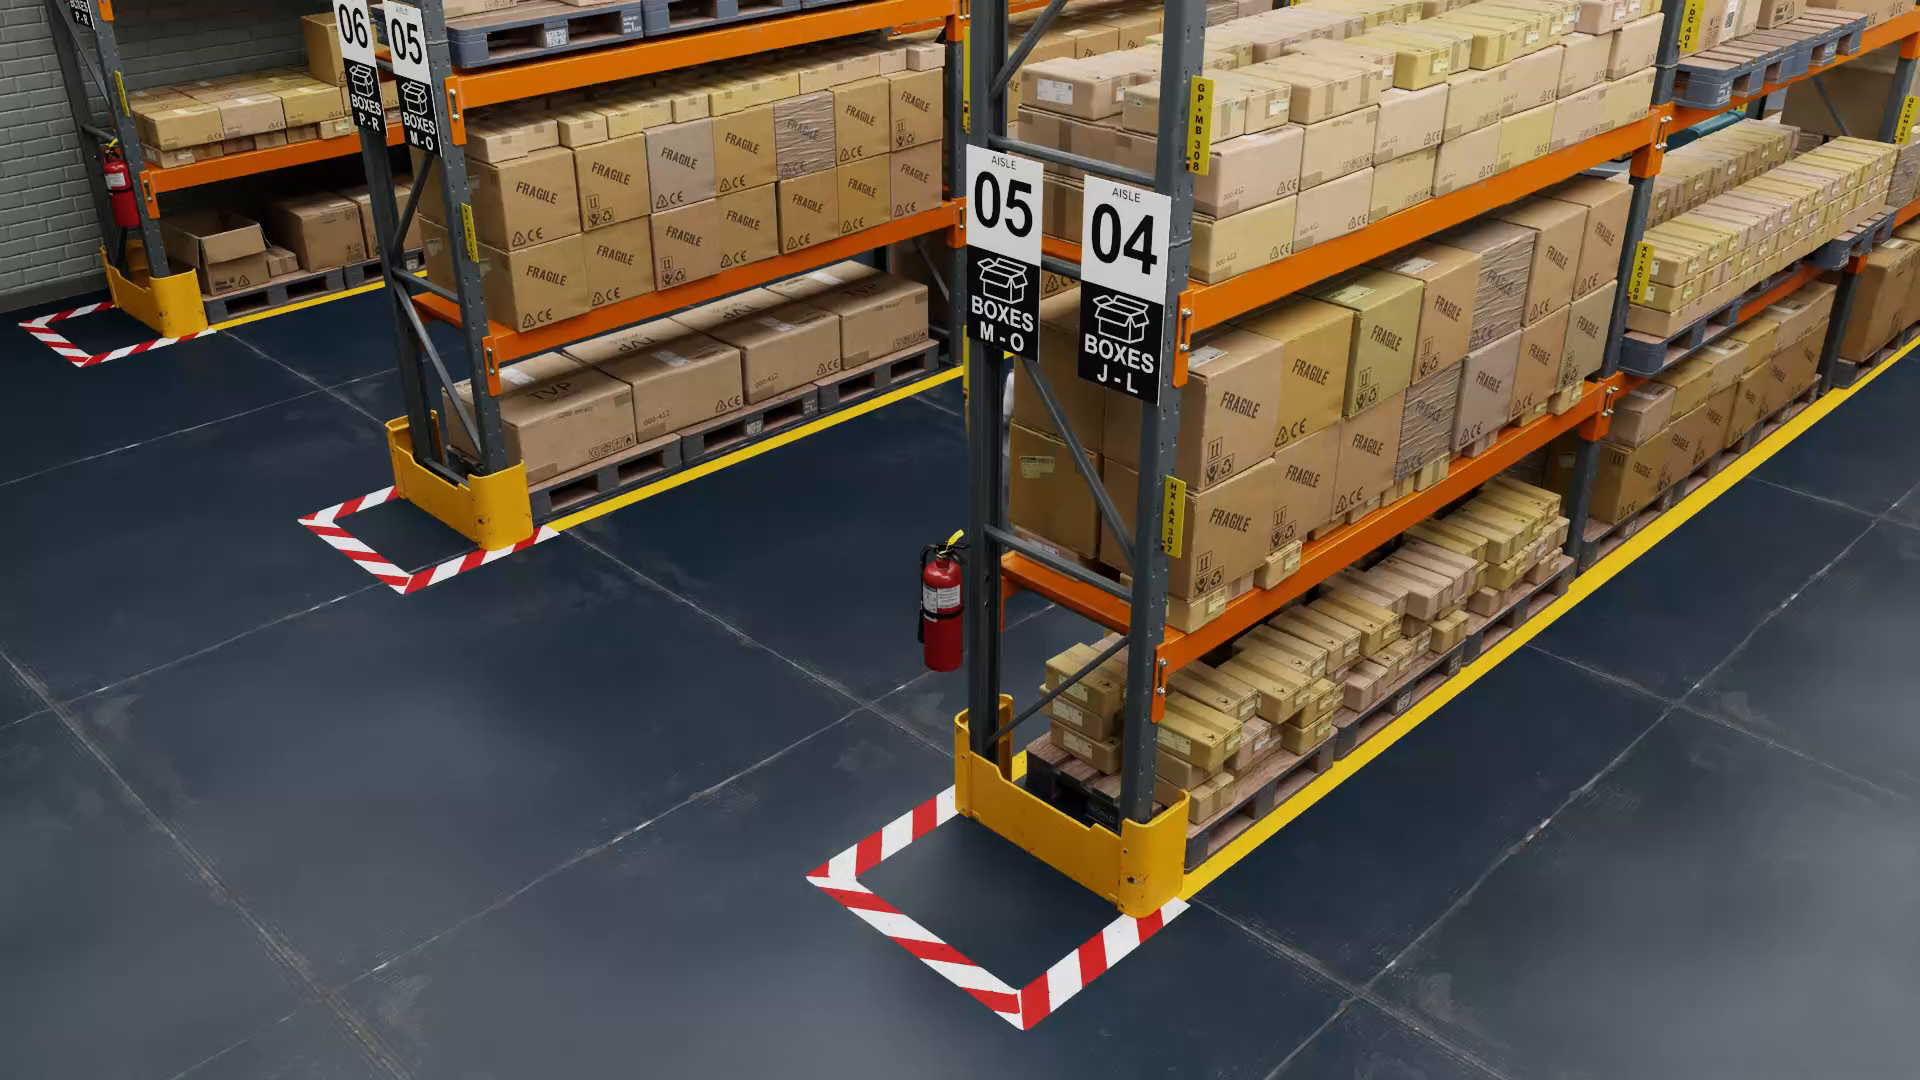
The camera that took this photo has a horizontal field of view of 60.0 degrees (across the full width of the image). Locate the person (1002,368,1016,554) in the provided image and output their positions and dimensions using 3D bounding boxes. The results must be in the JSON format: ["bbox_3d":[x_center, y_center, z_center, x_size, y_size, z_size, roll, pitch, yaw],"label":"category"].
[{"bbox_3d":[0.342,-0.540,9.632,0.461,1.602,0.440,25,37,38],"label":"person"}]
